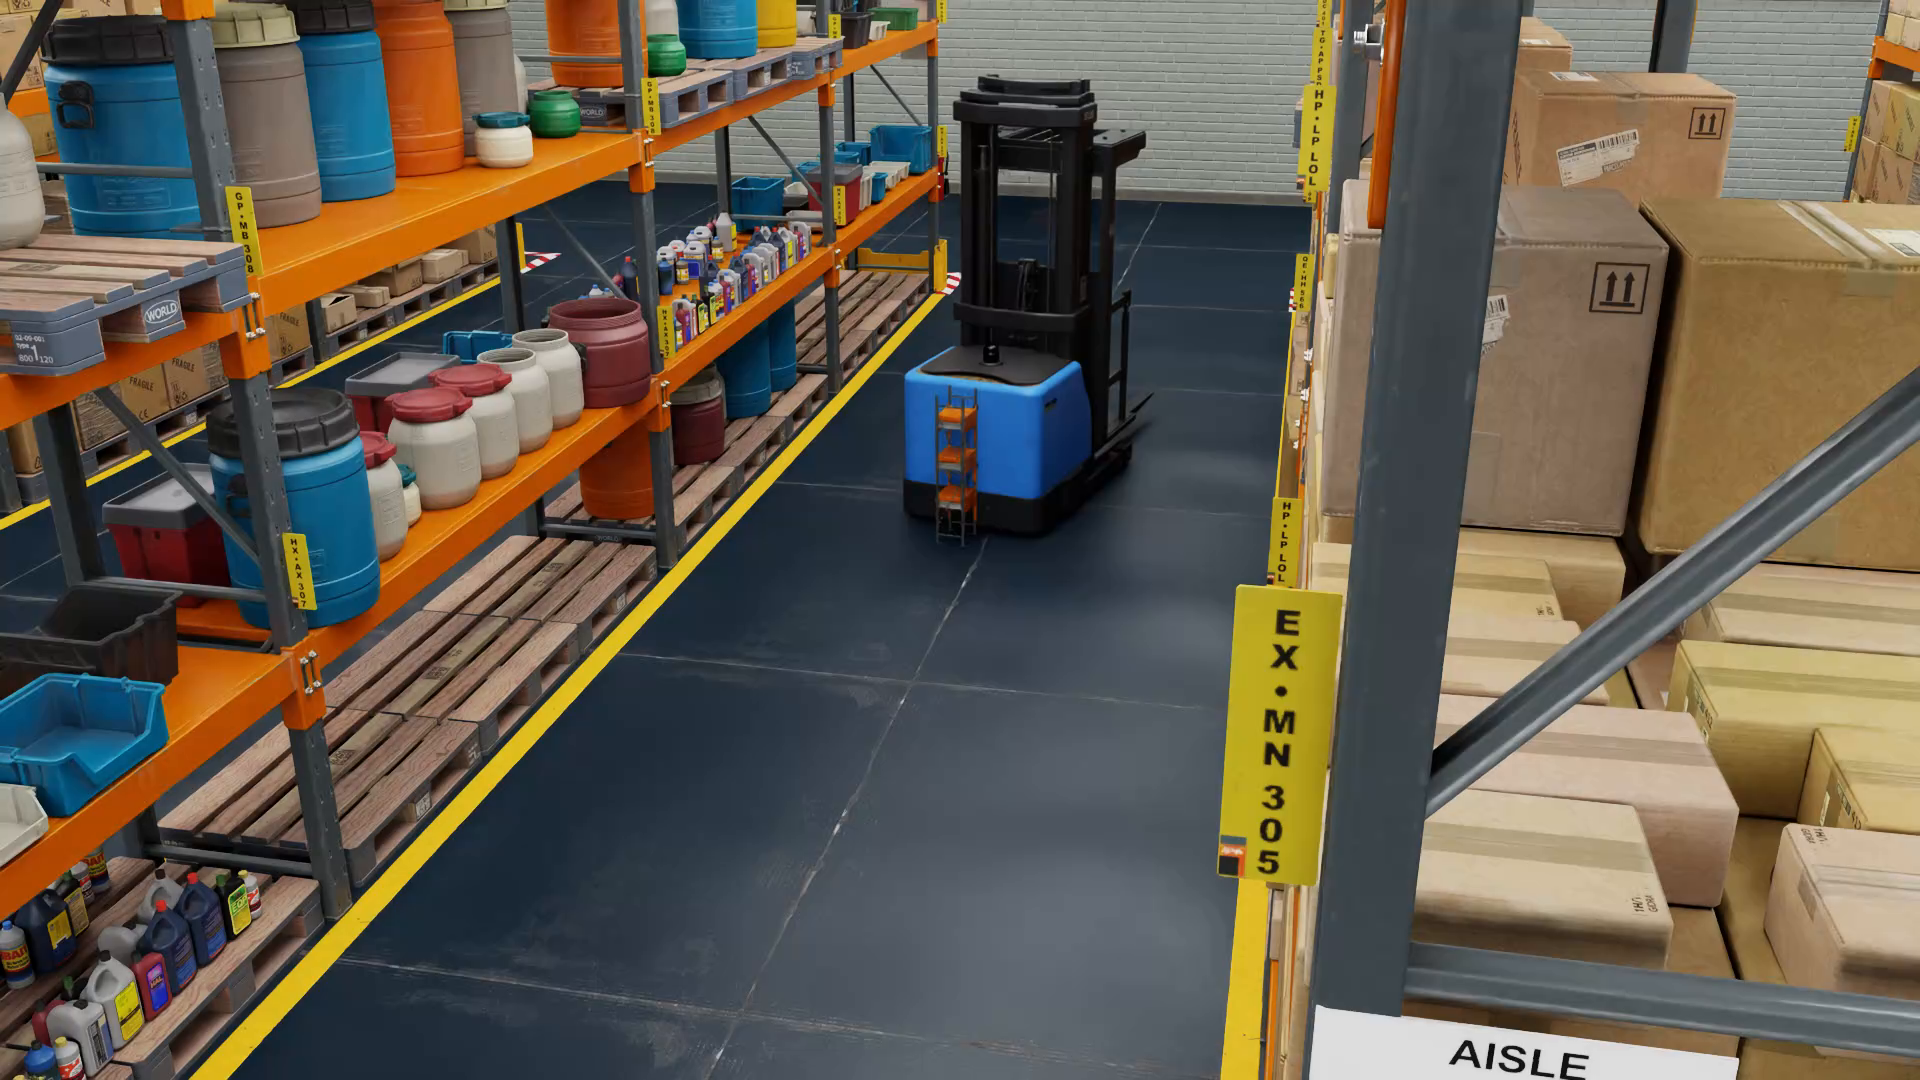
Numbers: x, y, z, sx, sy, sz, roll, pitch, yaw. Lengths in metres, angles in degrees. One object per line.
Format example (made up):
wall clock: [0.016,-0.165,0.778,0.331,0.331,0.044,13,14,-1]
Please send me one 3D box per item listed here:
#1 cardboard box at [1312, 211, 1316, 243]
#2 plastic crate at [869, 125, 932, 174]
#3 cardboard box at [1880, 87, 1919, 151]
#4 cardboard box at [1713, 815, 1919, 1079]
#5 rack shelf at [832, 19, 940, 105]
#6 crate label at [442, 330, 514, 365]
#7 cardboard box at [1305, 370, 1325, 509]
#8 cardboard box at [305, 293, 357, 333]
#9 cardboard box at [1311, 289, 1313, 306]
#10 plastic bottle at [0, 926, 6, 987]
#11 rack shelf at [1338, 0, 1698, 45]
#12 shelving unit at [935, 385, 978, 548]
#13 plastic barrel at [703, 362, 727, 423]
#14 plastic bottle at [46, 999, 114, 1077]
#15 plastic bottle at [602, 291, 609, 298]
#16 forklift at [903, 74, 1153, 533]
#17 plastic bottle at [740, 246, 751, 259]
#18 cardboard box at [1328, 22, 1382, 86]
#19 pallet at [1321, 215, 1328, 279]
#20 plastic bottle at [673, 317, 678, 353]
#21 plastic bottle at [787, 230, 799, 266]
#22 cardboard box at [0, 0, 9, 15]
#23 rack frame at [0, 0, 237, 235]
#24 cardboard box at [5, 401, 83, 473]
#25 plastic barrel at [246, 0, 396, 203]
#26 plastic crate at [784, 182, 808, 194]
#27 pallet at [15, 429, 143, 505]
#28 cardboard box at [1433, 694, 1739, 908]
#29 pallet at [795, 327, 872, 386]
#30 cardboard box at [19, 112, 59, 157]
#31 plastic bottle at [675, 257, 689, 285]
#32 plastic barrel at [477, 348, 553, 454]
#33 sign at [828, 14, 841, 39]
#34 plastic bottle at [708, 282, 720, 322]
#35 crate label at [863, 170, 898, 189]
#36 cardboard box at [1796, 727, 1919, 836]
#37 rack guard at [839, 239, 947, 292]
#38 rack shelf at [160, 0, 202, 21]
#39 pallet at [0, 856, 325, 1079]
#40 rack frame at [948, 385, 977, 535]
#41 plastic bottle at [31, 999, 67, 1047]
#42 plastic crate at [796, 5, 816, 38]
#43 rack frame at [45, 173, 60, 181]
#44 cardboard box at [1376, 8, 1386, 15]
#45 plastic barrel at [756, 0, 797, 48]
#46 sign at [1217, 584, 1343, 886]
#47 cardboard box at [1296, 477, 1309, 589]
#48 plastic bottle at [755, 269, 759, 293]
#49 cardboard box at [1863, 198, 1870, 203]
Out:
cardboard box: [3.135,-2.589,13.569,0.500,0.250,0.500,4,22,10]
plastic crate: [-0.616,-4.087,17.358,0.616,0.435,0.499,4,22,11]
cardboard box: [8.505,-3.706,14.670,0.500,0.500,0.500,5,22,12]
cardboard box: [1.205,0.571,2.105,0.500,0.250,0.500,5,22,13]
rack shelf: [-1.139,-4.506,15.474,1.077,0.370,4.000,4,22,11]
crate label: [-2.830,-0.927,9.593,0.502,0.435,0.616,4,22,11]
cardboard box: [1.112,-0.215,4.058,0.500,0.250,0.500,4,22,9]
cardboard box: [-6.098,-2.189,15.785,0.500,0.311,0.500,4,22,11]
cardboard box: [2.451,-1.304,10.441,0.500,0.500,0.500,4,22,10]
plastic bottle: [-3.789,1.567,6.406,0.144,0.351,0.185,4,22,9]
rack shelf: [2.078,-2.408,6.786,1.077,0.370,4.000,4,22,11]
shelving unit: [-0.025,-0.492,11.170,0.215,1.050,0.252,8,23,18]
plastic barrel: [-2.022,-1.101,12.840,0.421,0.512,0.421,0,22,0]
plastic bottle: [-3.170,1.774,5.992,0.152,0.276,0.135,5,22,12]
plastic bottle: [-2.510,-1.645,11.689,0.097,0.201,0.097,0,22,0]
forklift: [0.674,-1.926,12.212,1.130,2.935,3.031,10,24,23]
plastic bottle: [-1.642,-2.123,12.783,0.097,0.271,0.097,0,22,0]
cardboard box: [2.031,-2.208,8.003,0.500,0.500,0.500,5,22,11]
pallet: [1.900,-0.935,5.896,1.213,0.211,1.003,4,22,11]
plastic bottle: [-1.908,-1.368,10.907,0.097,0.271,0.097,0,22,0]
plastic bottle: [-1.385,-2.357,13.356,0.152,0.276,0.135,4,22,11]
cardboard box: [-7.012,-3.880,11.484,0.500,0.500,0.500,4,22,11]
rack frame: [-3.179,-2.573,5.698,1.000,3.000,0.127,4,22,11]
cardboard box: [-6.839,-0.822,12.136,0.500,0.500,0.500,5,23,13]
plastic barrel: [-3.021,-2.096,7.855,0.600,0.901,0.708,4,22,11]
plastic crate: [-1.486,-3.282,15.760,0.293,0.136,0.466,4,22,11]
pallet: [-7.022,-0.609,12.584,1.003,0.211,1.213,4,22,11]
cardboard box: [0.773,0.331,2.167,0.380,0.149,0.250,4,22,9]
pallet: [-1.435,-1.695,15.279,1.003,0.211,1.213,4,22,11]
cardboard box: [-10.661,-4.619,18.407,0.980,0.700,0.700,4,22,10]
plastic bottle: [-2.124,-2.058,12.714,0.097,0.201,0.097,0,22,0]
plastic barrel: [-2.450,-0.759,9.073,0.421,0.512,0.421,0,22,0]
sign: [-1.009,-4.069,13.415,0.100,0.325,0.005,4,22,11]
plastic bottle: [-1.739,-1.670,11.658,0.097,0.271,0.097,0,22,0]
crate label: [-0.826,-3.564,16.461,0.396,0.136,0.243,4,22,11]
cardboard box: [1.284,0.372,2.065,0.380,0.149,0.250,5,22,12]
rack guard: [-0.738,-3.030,18.207,1.175,0.500,0.348,4,22,11]
rack shelf: [-3.587,-1.323,4.091,1.077,0.370,4.000,4,22,11]
pallet: [-3.357,1.745,6.738,1.003,0.211,1.213,4,22,11]
rack frame: [0.017,-0.535,11.276,0.200,1.050,0.008,8,23,18]
plastic bottle: [-3.275,1.762,6.010,0.061,0.283,0.133,4,22,11]
plastic crate: [-1.485,-4.729,15.223,0.437,0.282,0.530,4,22,11]
rack frame: [-10.429,-4.935,19.591,1.000,3.000,0.127,4,22,11]
cardboard box: [2.540,-2.739,9.423,0.797,0.503,0.637,6,23,14]
plastic barrel: [-1.534,-4.041,12.542,0.600,0.588,0.600,0,22,0]
sign: [0.314,0.198,1.646,0.100,0.325,0.005,4,22,11]
cardboard box: [1.329,0.084,5.260,0.500,0.500,0.500,4,22,11]
plastic bottle: [-1.560,-1.959,12.468,0.097,0.201,0.097,0,22,0]
cardboard box: [8.555,-3.080,15.323,0.380,0.149,0.250,5,23,13]
